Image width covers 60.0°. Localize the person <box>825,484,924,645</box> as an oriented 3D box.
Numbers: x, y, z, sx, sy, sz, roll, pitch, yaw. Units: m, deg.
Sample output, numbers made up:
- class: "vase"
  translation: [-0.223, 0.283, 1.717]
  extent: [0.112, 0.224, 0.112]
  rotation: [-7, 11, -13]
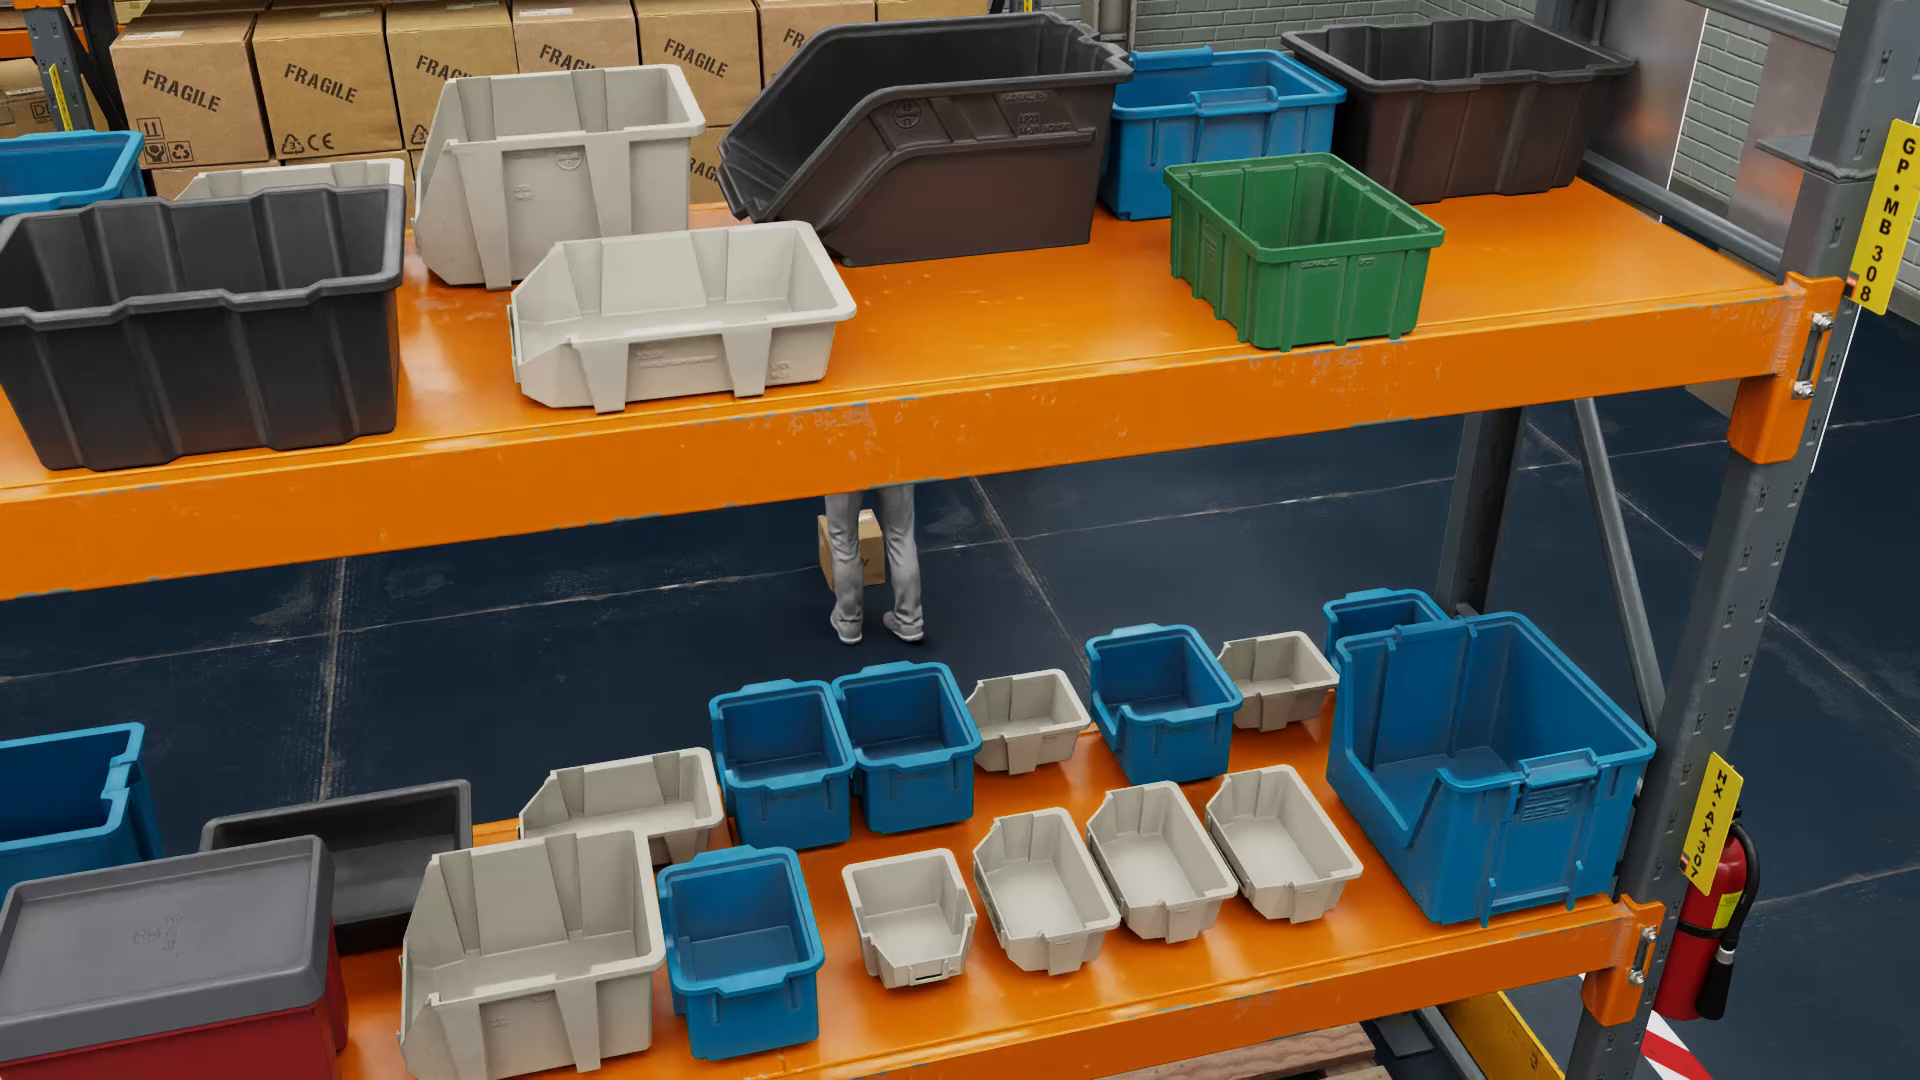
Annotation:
- class: "person"
  translation: [-0.385, -0.328, 6.697]
  extent: [0.469, 1.708, 0.347]
  rotation: [-7, 31, -12]
